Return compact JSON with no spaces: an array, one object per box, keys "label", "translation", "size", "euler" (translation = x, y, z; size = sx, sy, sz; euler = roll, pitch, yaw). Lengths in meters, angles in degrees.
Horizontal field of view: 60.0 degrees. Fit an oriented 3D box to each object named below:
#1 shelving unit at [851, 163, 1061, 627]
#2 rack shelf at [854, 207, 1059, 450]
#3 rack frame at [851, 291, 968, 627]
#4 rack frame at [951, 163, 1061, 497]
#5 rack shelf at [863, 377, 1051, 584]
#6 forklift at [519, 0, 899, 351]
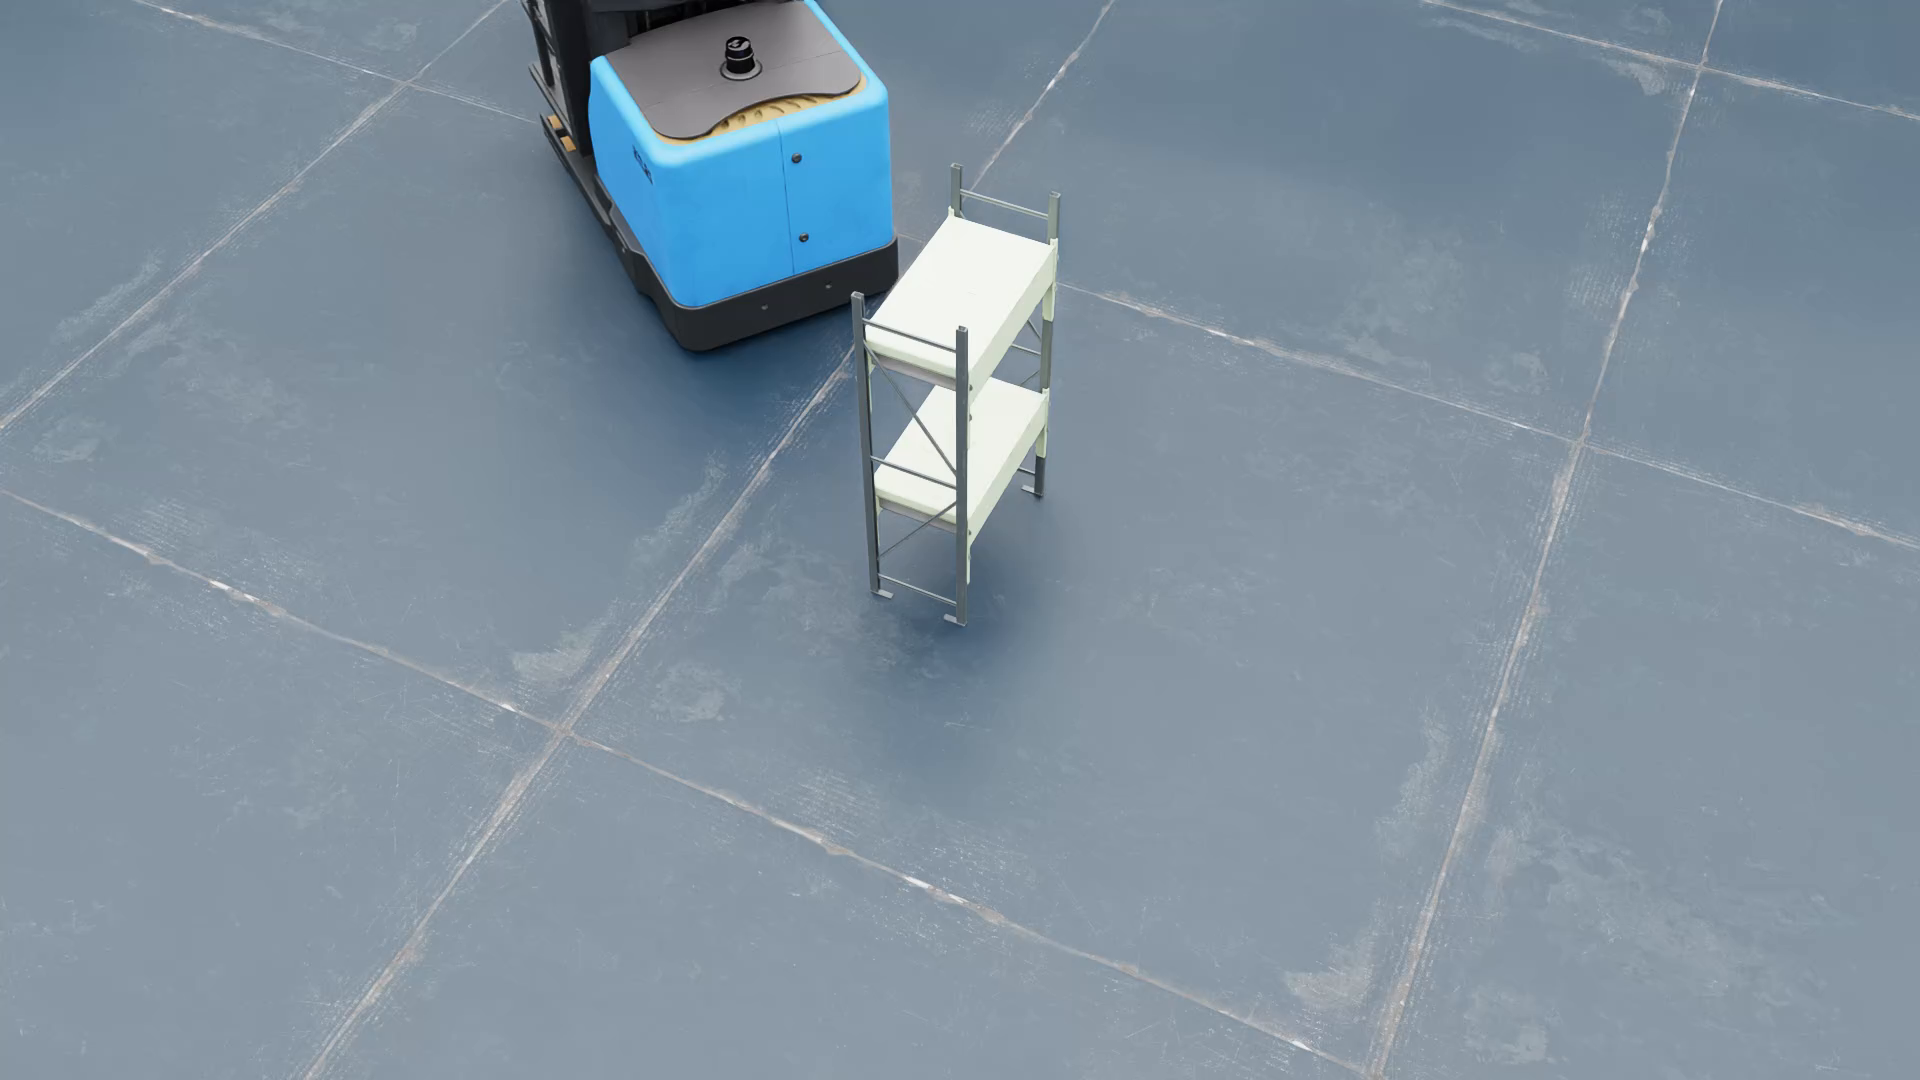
[{"label":"shelving unit","translation":[-0.003,-0.481,5.990],"size":[0.431,1.500,0.755],"euler":[20,52,16]},{"label":"rack shelf","translation":[-0.003,-0.734,5.693],"size":[0.431,0.370,0.720],"euler":[20,52,16]},{"label":"rack frame","translation":[-0.159,-0.229,5.776],"size":[0.400,1.500,0.023],"euler":[20,52,16]},{"label":"rack frame","translation":[0.154,-0.733,6.204],"size":[0.400,1.500,0.023],"euler":[20,52,16]},{"label":"rack shelf","translation":[-0.003,-0.270,6.238],"size":[0.431,0.370,0.720],"euler":[20,52,16]},{"label":"forklift","translation":[-1.400,-2.896,7.105],"size":[1.130,2.935,3.031],"euler":[-21,53,-17]}]
